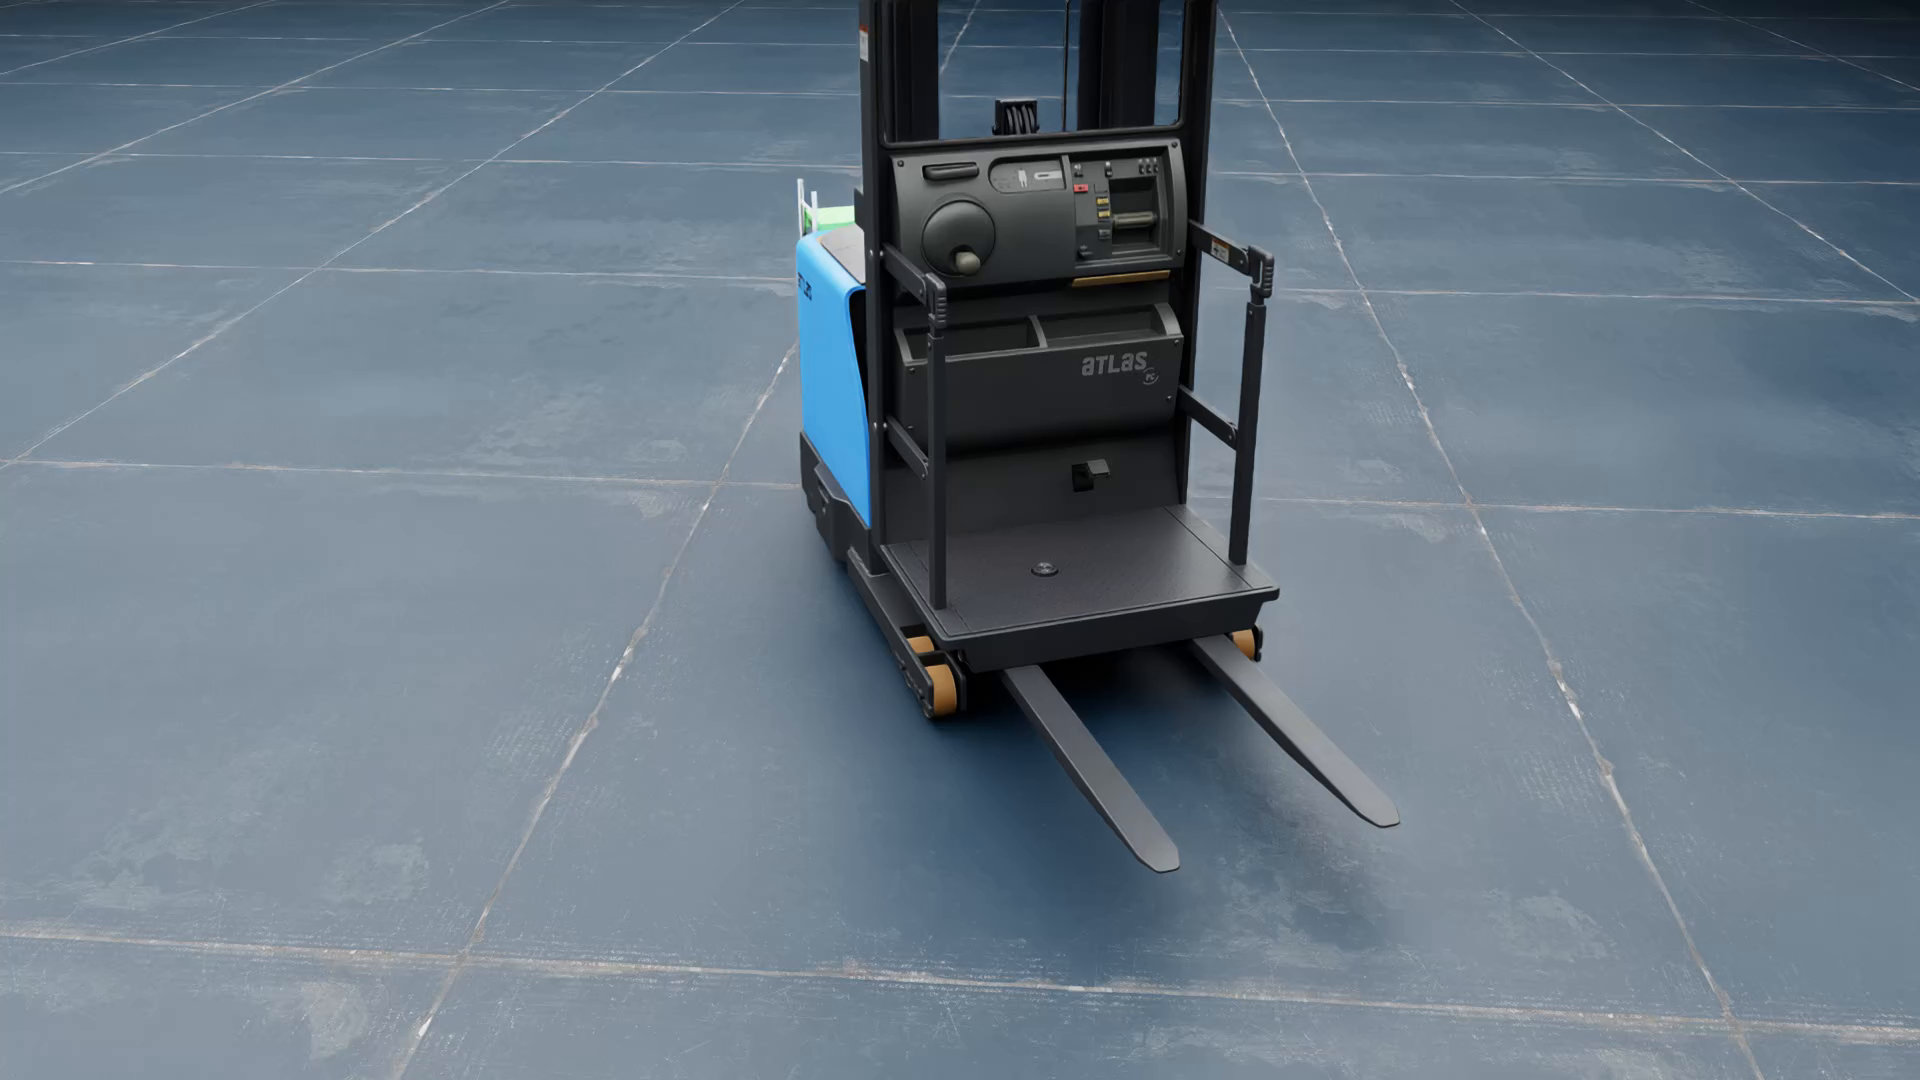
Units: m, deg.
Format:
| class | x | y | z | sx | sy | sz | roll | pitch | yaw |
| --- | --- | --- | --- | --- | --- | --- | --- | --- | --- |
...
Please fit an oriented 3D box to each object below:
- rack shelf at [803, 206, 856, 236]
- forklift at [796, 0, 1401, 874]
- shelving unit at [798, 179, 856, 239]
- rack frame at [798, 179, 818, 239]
| class | x | y | z | sx | sy | sz | roll | pitch | yaw |
| --- | --- | --- | --- | --- | --- | --- | --- | --- | --- |
| rack shelf | -0.348 | -1.207 | 6.442 | 0.480 | 0.148 | 0.258 | -8 | 26 | -17 |
| forklift | 0.320 | -0.977 | 4.867 | 1.130 | 2.935 | 3.031 | -8 | 26 | -16 |
| shelving unit | -0.348 | -0.829 | 6.616 | 0.503 | 1.200 | 0.258 | -8 | 26 | -17 |
| rack frame | -0.579 | -0.796 | 6.545 | 0.015 | 1.200 | 0.240 | -8 | 26 | -17 |
